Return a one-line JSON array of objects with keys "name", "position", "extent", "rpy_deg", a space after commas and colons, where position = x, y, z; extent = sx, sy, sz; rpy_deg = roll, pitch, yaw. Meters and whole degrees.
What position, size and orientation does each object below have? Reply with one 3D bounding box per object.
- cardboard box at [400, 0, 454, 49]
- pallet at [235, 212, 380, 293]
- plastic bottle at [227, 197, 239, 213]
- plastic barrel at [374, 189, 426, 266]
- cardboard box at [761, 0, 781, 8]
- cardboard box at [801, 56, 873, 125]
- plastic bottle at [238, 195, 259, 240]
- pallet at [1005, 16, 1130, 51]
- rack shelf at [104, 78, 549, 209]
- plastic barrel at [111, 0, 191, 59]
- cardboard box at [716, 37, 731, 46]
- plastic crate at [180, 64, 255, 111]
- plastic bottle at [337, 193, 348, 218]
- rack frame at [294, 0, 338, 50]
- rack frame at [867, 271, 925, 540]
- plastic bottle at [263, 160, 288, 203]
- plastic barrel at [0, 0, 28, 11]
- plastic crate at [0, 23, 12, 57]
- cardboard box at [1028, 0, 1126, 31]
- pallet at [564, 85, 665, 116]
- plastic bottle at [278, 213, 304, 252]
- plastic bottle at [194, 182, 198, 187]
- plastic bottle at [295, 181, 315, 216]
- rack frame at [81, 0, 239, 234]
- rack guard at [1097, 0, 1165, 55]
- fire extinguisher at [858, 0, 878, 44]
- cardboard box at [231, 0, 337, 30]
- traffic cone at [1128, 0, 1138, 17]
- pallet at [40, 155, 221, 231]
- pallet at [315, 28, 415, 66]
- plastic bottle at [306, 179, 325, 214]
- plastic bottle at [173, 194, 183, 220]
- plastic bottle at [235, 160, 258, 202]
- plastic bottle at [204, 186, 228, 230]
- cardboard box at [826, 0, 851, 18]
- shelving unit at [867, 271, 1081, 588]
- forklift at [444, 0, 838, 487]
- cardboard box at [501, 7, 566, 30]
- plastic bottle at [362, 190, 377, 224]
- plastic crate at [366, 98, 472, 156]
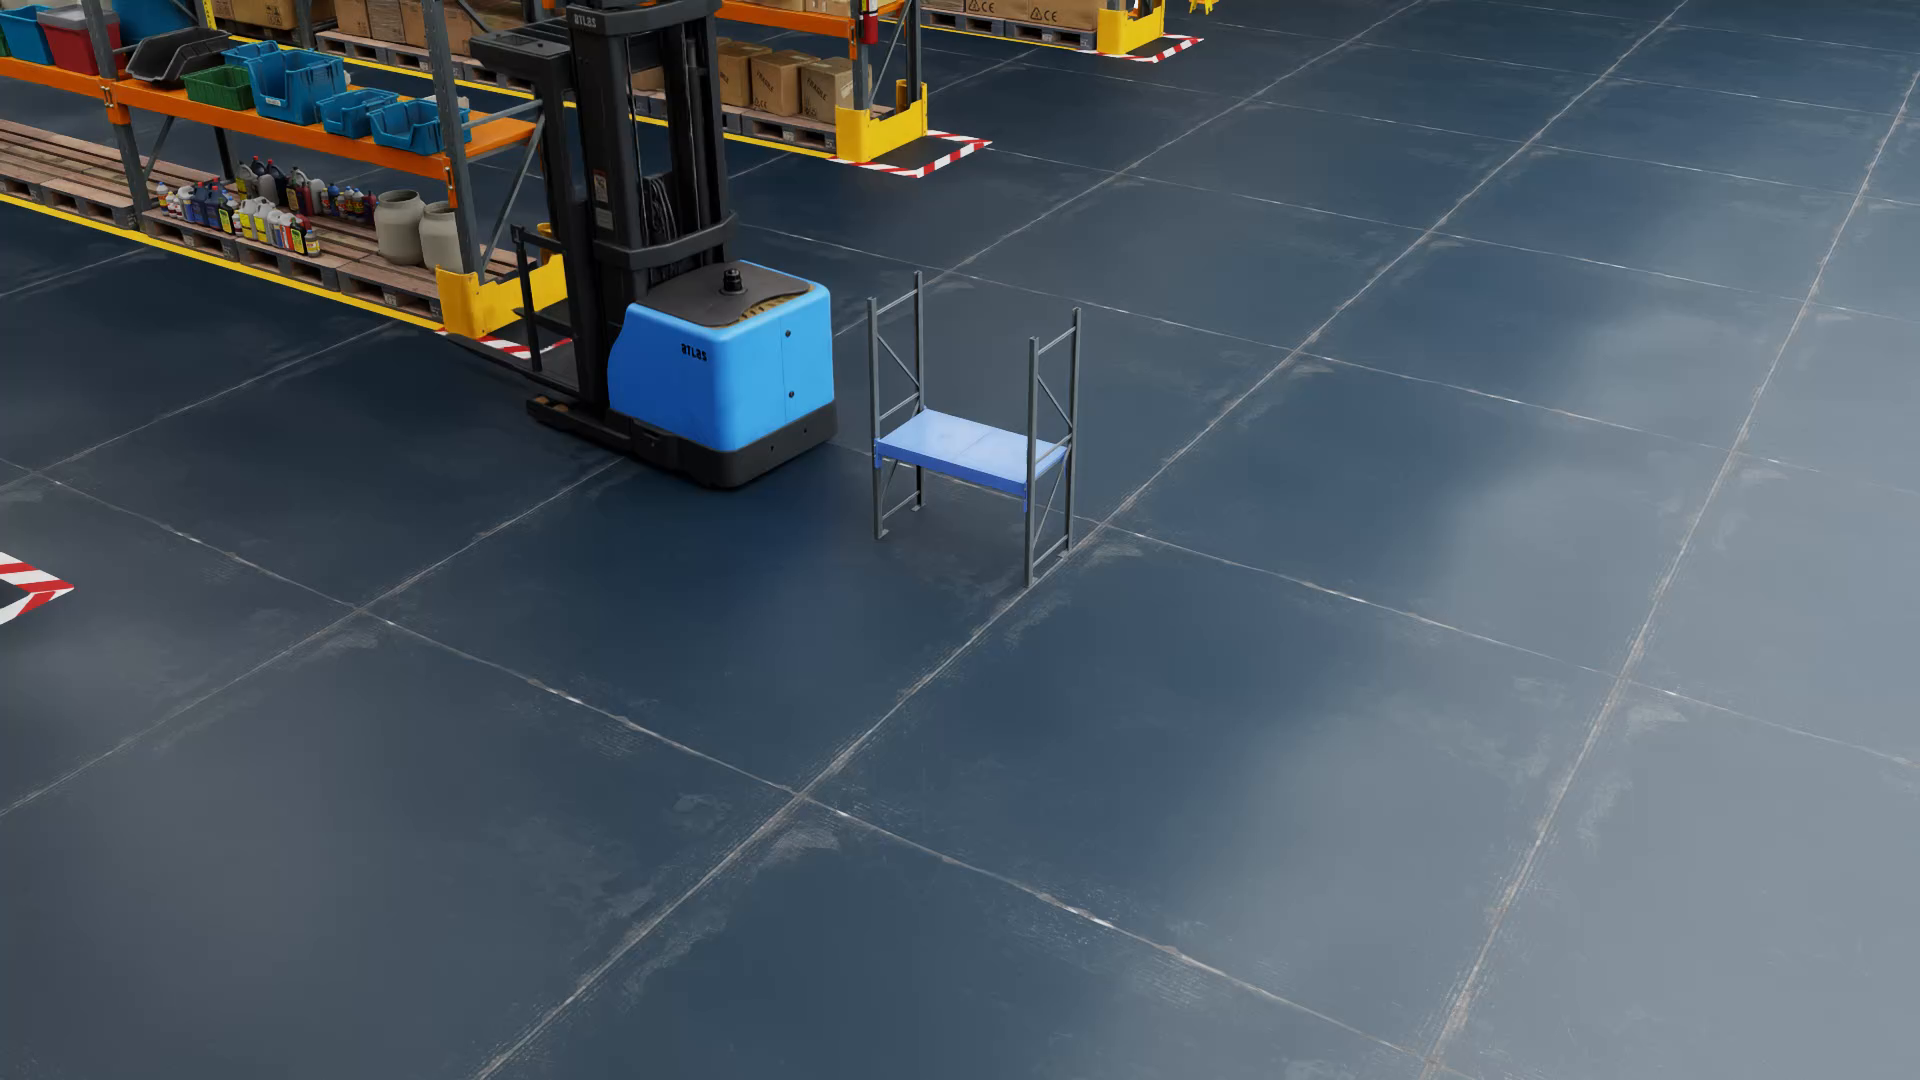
[{"name": "cardboard box", "position": [-5.935, -5.966, 19.044], "extent": [0.500, 0.500, 0.700], "rpy_deg": [21, 36, 31]}, {"name": "pallet", "position": [-5.134, -2.405, 13.663], "extent": [1.213, 0.211, 1.003], "rpy_deg": [18, 35, 27]}, {"name": "plastic bottle", "position": [-5.951, -2.678, 13.634], "extent": [0.097, 0.271, 0.097], "rpy_deg": [0, 30, 0]}, {"name": "plastic barrel", "position": [-4.353, -2.447, 13.020], "extent": [0.421, 0.512, 0.421], "rpy_deg": [0, 30, 0]}, {"name": "cardboard box", "position": [-1.703, -5.242, 16.007], "extent": [0.250, 0.149, 0.380], "rpy_deg": [18, 35, 27]}, {"name": "cardboard box", "position": [-1.218, -4.452, 16.469], "extent": [0.500, 0.500, 0.500], "rpy_deg": [25, 39, 36]}, {"name": "plastic bottle", "position": [-5.736, -2.622, 13.459], "extent": [0.185, 0.351, 0.144], "rpy_deg": [17, 34, 27]}, {"name": "pallet", "position": [1.306, -6.242, 20.240], "extent": [1.213, 0.211, 1.003], "rpy_deg": [18, 35, 27]}, {"name": "rack shelf", "position": [-5.025, -3.287, 13.122], "extent": [4.000, 0.370, 1.077], "rpy_deg": [18, 35, 27]}, {"name": "plastic barrel", "position": [-6.885, -4.583, 14.132], "extent": [0.708, 0.901, 0.600], "rpy_deg": [18, 35, 27]}, {"name": "cardboard box", "position": [-2.711, -4.942, 17.308], "extent": [0.500, 0.500, 0.500], "rpy_deg": [14, 33, 23]}, {"name": "plastic crate", "position": [-5.719, -3.558, 13.082], "extent": [0.662, 0.188, 0.450], "rpy_deg": [18, 35, 27]}, {"name": "plastic bottle", "position": [-5.160, -2.807, 13.926], "extent": [0.097, 0.201, 0.097], "rpy_deg": [0, 30, 0]}, {"name": "rack frame", "position": [-7.473, -7.319, 19.319], "extent": [0.127, 3.000, 1.000], "rpy_deg": [18, 35, 27]}, {"name": "rack frame", "position": [-0.358, -0.761, 9.566], "extent": [0.032, 1.500, 0.500], "rpy_deg": [18, 35, 27]}, {"name": "plastic bottle", "position": [-5.857, -3.079, 14.243], "extent": [0.185, 0.351, 0.144], "rpy_deg": [16, 34, 25]}, {"name": "plastic barrel", "position": [-8.400, -4.855, 14.960], "extent": [0.433, 0.535, 0.433], "rpy_deg": [0, 30, 0]}, {"name": "plastic crate", "position": [-8.344, -4.388, 14.505], "extent": [0.662, 0.188, 0.450], "rpy_deg": [18, 35, 27]}, {"name": "cardboard box", "position": [1.415, -6.683, 19.920], "extent": [0.875, 0.875, 0.875], "rpy_deg": [18, 35, 28]}, {"name": "pallet", "position": [-3.498, -4.878, 17.902], "extent": [1.213, 0.211, 1.003], "rpy_deg": [18, 35, 27]}, {"name": "plastic bottle", "position": [-5.318, -2.460, 13.256], "extent": [0.135, 0.276, 0.152], "rpy_deg": [18, 35, 28]}, {"name": "plastic bottle", "position": [-6.337, -2.849, 13.915], "extent": [0.133, 0.283, 0.061], "rpy_deg": [18, 35, 27]}, {"name": "plastic bottle", "position": [-5.504, -2.872, 13.955], "extent": [0.133, 0.283, 0.061], "rpy_deg": [18, 35, 27]}, {"name": "rack frame", "position": [-6.719, -4.134, 13.859], "extent": [0.127, 3.000, 1.000], "rpy_deg": [18, 35, 27]}, {"name": "rack guard", "position": [2.045, -6.180, 19.847], "extent": [0.348, 0.500, 1.175], "rpy_deg": [18, 35, 27]}, {"name": "fire extinguisher", "position": [-0.846, -4.915, 15.275], "extent": [0.183, 0.674, 0.296], "rpy_deg": [18, 35, 27]}, {"name": "cardboard box", "position": [-8.047, -6.777, 20.081], "extent": [0.875, 0.875, 1.225], "rpy_deg": [16, 34, 25]}, {"name": "traffic cone", "position": [2.330, -6.918, 21.150], "extent": [0.334, 0.463, 0.336], "rpy_deg": [18, 35, 27]}, {"name": "pallet", "position": [-7.404, -3.123, 14.894], "extent": [1.213, 0.211, 1.003], "rpy_deg": [18, 35, 27]}, {"name": "pallet", "position": [-6.812, -5.905, 19.662], "extent": [1.213, 0.211, 1.003], "rpy_deg": [18, 35, 27]}, {"name": "plastic bottle", "position": [-5.448, -2.915, 14.036], "extent": [0.135, 0.276, 0.152], "rpy_deg": [18, 35, 28]}, {"name": "plastic bottle", "position": [-6.509, -2.788, 13.893], "extent": [0.097, 0.201, 0.097], "rpy_deg": [0, 30, 0]}, {"name": "plastic bottle", "position": [-6.097, -3.068, 14.225], "extent": [0.185, 0.351, 0.144], "rpy_deg": [18, 35, 27]}, {"name": "plastic bottle", "position": [-6.096, -2.736, 13.655], "extent": [0.185, 0.351, 0.144], "rpy_deg": [16, 34, 25]}, {"name": "cardboard box", "position": [-1.049, -5.056, 15.689], "extent": [0.250, 0.149, 0.380], "rpy_deg": [18, 35, 27]}, {"name": "shelving unit", "position": [0.072, -0.625, 9.333], "extent": [1.048, 1.500, 0.538], "rpy_deg": [18, 35, 27]}, {"name": "forklift", "position": [-2.266, -2.182, 10.582], "extent": [3.031, 2.935, 1.130], "rpy_deg": [22, 37, 32]}, {"name": "cardboard box", "position": [-4.594, -5.532, 18.299], "extent": [0.500, 0.500, 0.700], "rpy_deg": [15, 33, 24]}, {"name": "plastic bottle", "position": [-4.883, -2.766, 13.774], "extent": [0.133, 0.283, 0.061], "rpy_deg": [18, 35, 28]}, {"name": "plastic crate", "position": [-3.914, -3.004, 12.070], "extent": [0.616, 0.251, 0.499], "rpy_deg": [18, 35, 27]}]
